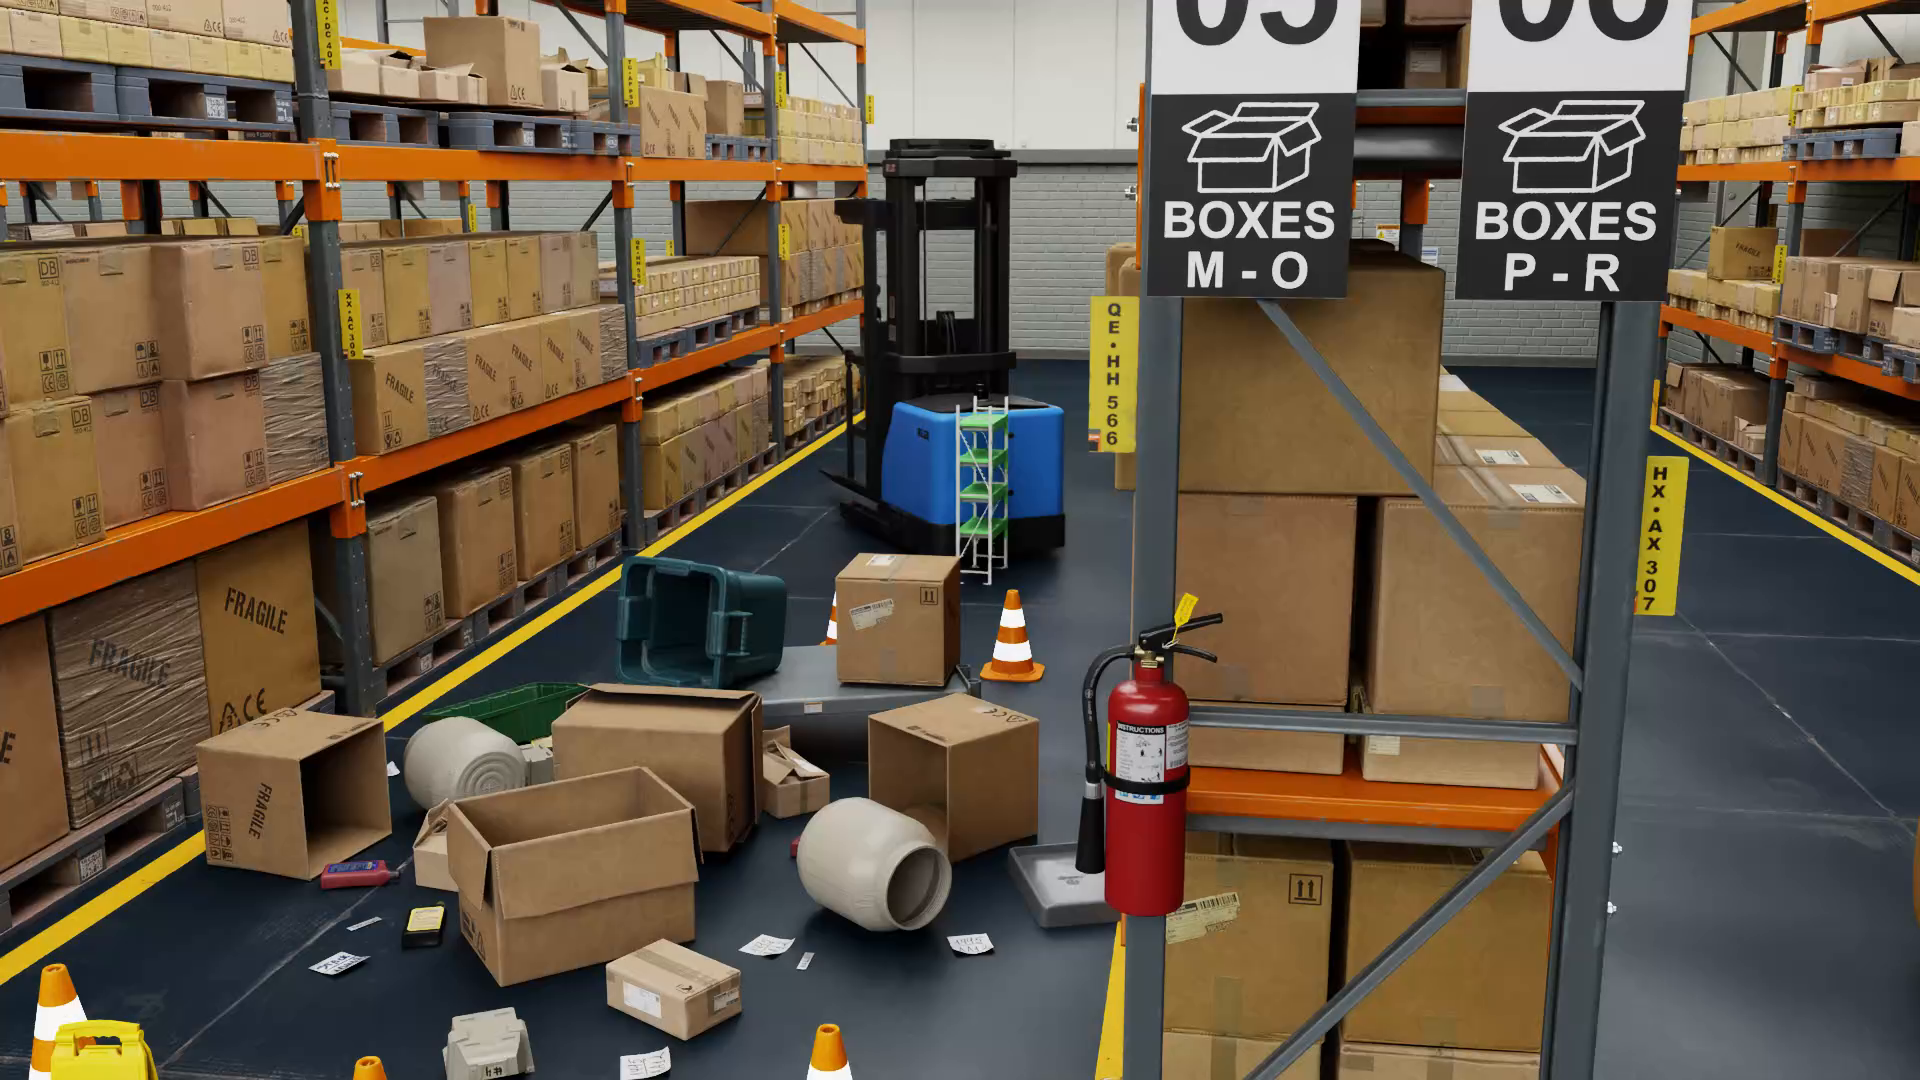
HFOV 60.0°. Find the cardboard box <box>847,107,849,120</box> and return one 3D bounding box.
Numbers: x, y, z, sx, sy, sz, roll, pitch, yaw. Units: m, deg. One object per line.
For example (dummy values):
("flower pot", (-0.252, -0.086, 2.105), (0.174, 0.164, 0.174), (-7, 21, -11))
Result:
("cardboard box", (-1.454, -4.776, 18.640), (0.380, 0.149, 0.250), (2, 12, 9))

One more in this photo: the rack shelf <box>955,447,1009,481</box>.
("rack shelf", (0.152, -0.514, 11.195), (0.258, 0.148, 0.480), (3, 13, 14))

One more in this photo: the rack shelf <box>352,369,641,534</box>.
("rack shelf", (-3.118, -0.638, 10.043), (1.077, 0.370, 4.000), (2, 12, 9))

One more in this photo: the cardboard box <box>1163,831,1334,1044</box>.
("cardboard box", (0.732, 0.995, 4.505), (0.500, 0.500, 0.500), (2, 12, 9))

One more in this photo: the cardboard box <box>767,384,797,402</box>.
("cardboard box", (-1.836, -1.462, 16.515), (0.380, 0.149, 0.250), (3, 12, 11))

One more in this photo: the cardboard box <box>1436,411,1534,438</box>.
("cardboard box", (1.367, -0.100, 4.892), (0.500, 0.500, 0.500), (2, 12, 8))

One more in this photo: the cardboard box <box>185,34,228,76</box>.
("cardboard box", (-3.242, -1.979, 6.798), (0.380, 0.149, 0.250), (2, 12, 10))

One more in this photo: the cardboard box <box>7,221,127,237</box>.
("cardboard box", (-7.464, -2.415, 13.959), (0.797, 0.503, 0.637), (2, 12, 10))

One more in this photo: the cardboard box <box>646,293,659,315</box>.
("cardboard box", (-2.498, -1.785, 12.549), (0.380, 0.149, 0.250), (2, 12, 11))

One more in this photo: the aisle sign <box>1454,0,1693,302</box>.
("aisle sign", (1.163, -0.850, 3.145), (0.394, 0.787, 0.004), (2, 12, 9))

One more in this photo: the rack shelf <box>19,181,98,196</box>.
("rack shelf", (-11.667, -4.112, 19.043), (1.077, 0.370, 4.000), (2, 12, 9))

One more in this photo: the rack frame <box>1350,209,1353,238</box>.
("rack frame", (2.096, -1.267, 11.253), (1.000, 3.000, 0.127), (2, 12, 9))

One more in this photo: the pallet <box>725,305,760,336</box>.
("pallet", (-2.456, -1.991, 15.067), (1.003, 0.211, 1.213), (2, 12, 9))

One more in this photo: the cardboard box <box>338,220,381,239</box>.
("cardboard box", (-6.957, -3.389, 18.968), (0.500, 0.500, 0.500), (2, 12, 7))

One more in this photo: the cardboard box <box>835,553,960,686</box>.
("cardboard box", (-0.282, 0.366, 7.811), (0.500, 0.500, 0.500), (2, 12, 9))

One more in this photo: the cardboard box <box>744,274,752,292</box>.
("cardboard box", (-2.101, -2.323, 15.045), (0.380, 0.149, 0.250), (2, 12, 9))

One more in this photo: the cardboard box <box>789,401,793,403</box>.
("cardboard box", (-1.873, -1.317, 16.548), (0.380, 0.149, 0.250), (2, 12, 9))

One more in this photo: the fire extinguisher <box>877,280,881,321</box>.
("fire extinguisher", (-1.085, -2.889, 19.848), (0.296, 0.674, 0.183), (2, 12, 9))

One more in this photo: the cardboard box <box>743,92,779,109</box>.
("cardboard box", (-1.911, -4.124, 15.613), (0.380, 0.149, 0.250), (2, 12, 8))

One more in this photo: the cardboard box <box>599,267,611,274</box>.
("cardboard box", (-3.026, -2.109, 13.347), (0.380, 0.149, 0.250), (2, 12, 9))

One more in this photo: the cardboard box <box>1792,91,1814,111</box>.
("cardboard box", (7.137, -3.635, 13.775), (0.380, 0.149, 0.250), (2, 12, 10))

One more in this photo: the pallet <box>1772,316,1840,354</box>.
("pallet", (7.386, -1.683, 13.638), (1.003, 0.211, 1.213), (2, 12, 9))

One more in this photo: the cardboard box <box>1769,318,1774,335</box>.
("cardboard box", (7.416, -1.891, 14.746), (0.380, 0.149, 0.250), (2, 12, 9))

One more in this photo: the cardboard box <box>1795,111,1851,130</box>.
("cardboard box", (7.178, -3.488, 13.801), (0.380, 0.149, 0.250), (2, 12, 10))

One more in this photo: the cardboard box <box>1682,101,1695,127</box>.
("cardboard box", (7.916, -4.471, 17.462), (0.500, 0.250, 0.500), (2, 12, 8))

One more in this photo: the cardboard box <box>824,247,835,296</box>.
("cardboard box", (-1.634, -2.848, 17.644), (0.500, 0.500, 0.500), (3, 12, 11))

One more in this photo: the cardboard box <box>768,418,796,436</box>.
("cardboard box", (-1.822, -1.116, 16.322), (0.380, 0.149, 0.250), (1, 12, 6))

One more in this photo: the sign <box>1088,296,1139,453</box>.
("sign", (0.321, -0.344, 3.473), (0.100, 0.325, 0.005), (2, 12, 9))

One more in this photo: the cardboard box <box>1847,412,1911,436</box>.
("cardboard box", (7.160, -0.900, 12.947), (0.380, 0.149, 0.250), (2, 12, 11))

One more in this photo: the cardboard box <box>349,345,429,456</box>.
("cardboard box", (-3.079, -0.723, 8.493), (0.500, 0.500, 0.500), (2, 12, 9))

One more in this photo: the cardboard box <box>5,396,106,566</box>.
("cardboard box", (-3.714, -0.232, 6.096), (0.875, 0.550, 0.500), (2, 12, 9))

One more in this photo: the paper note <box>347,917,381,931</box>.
("paper note", (-2.157, 1.390, 6.022), (0.032, 0.001, 0.123), (10, 15, 38))

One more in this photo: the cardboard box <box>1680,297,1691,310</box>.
("cardboard box", (7.917, -2.536, 17.735), (0.380, 0.149, 0.250), (2, 12, 10))

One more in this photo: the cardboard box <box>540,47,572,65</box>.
("cardboard box", (-3.005, -3.388, 11.922), (0.396, 0.266, 0.258), (2, 12, 9))

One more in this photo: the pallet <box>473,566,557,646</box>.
("pallet", (-3.196, 0.372, 10.268), (1.003, 0.211, 1.213), (2, 12, 9))

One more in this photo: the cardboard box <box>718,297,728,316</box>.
("cardboard box", (-2.216, -2.016, 14.329), (0.380, 0.149, 0.250), (1, 12, 6))

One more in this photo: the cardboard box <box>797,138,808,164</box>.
("cardboard box", (-1.795, -3.824, 16.355), (0.500, 0.250, 0.500), (2, 12, 8))

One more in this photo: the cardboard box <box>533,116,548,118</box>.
("cardboard box", (-3.020, -2.940, 11.256), (0.380, 0.149, 0.250), (1, 12, 6))

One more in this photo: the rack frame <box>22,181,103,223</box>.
("rack frame", (-11.359, -3.414, 21.215), (1.000, 3.000, 0.127), (2, 12, 9))

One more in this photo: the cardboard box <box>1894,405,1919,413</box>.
("cardboard box", (7.768, -0.994, 13.383), (0.380, 0.149, 0.250), (1, 12, 6))

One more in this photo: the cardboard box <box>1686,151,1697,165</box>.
("cardboard box", (7.953, -4.057, 17.675), (0.380, 0.149, 0.250), (2, 12, 10))

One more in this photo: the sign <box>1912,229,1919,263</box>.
("sign", (8.166, -2.488, 14.172), (0.100, 0.325, 0.005), (2, 12, 9))

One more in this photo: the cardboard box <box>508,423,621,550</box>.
("cardboard box", (-2.993, -0.388, 11.517), (1.050, 0.750, 0.750), (2, 12, 8))

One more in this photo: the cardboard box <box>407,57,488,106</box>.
("cardboard box", (-2.928, -2.611, 9.455), (0.396, 0.266, 0.258), (2, 12, 9))

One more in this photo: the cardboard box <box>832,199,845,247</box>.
("cardboard box", (-1.554, -3.437, 18.007), (0.500, 0.500, 0.500), (3, 12, 12))

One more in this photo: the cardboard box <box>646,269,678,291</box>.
("cardboard box", (-2.426, -2.032, 12.988), (0.380, 0.149, 0.250), (1, 12, 6))

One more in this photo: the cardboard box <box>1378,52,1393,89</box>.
("cardboard box", (1.278, -1.168, 4.268), (0.380, 0.149, 0.250), (2, 12, 8))

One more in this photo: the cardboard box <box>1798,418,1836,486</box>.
("cardboard box", (7.248, -0.718, 13.644), (0.500, 0.500, 0.500), (2, 12, 8))

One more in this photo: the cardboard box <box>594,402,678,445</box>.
("cardboard box", (-2.465, -0.892, 12.669), (0.500, 0.250, 0.500), (1, 12, 6))

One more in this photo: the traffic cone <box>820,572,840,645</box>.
("traffic cone", (-0.655, 0.409, 9.495), (0.336, 0.463, 0.334), (2, 12, 9))

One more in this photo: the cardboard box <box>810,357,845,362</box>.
("cardboard box", (-1.506, -2.005, 19.037), (0.380, 0.149, 0.250), (2, 12, 10))

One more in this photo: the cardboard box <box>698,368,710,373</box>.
("cardboard box", (-2.570, -1.444, 15.229), (0.500, 0.250, 0.500), (1, 12, 6))

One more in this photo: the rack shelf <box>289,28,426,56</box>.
("rack shelf", (-6.773, -5.223, 18.024), (1.077, 0.370, 4.000), (2, 12, 9))

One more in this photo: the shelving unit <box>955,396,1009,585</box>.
("shelving unit", (0.152, -0.342, 11.232), (0.258, 1.200, 0.503), (3, 13, 14))

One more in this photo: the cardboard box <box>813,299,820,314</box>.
("cardboard box", (-1.674, -2.440, 17.293), (0.380, 0.149, 0.250), (2, 12, 11))

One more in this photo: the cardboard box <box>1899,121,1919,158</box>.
("cardboard box", (6.994, -2.824, 11.711), (0.500, 0.250, 0.500), (2, 12, 9))

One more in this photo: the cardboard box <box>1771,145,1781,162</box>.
("cardboard box", (7.421, -3.418, 14.712), (0.380, 0.149, 0.250), (2, 12, 9))

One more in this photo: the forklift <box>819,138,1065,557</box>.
("forklift", (-0.299, -1.562, 12.785), (1.130, 2.935, 3.031), (-5, 13, -23))
